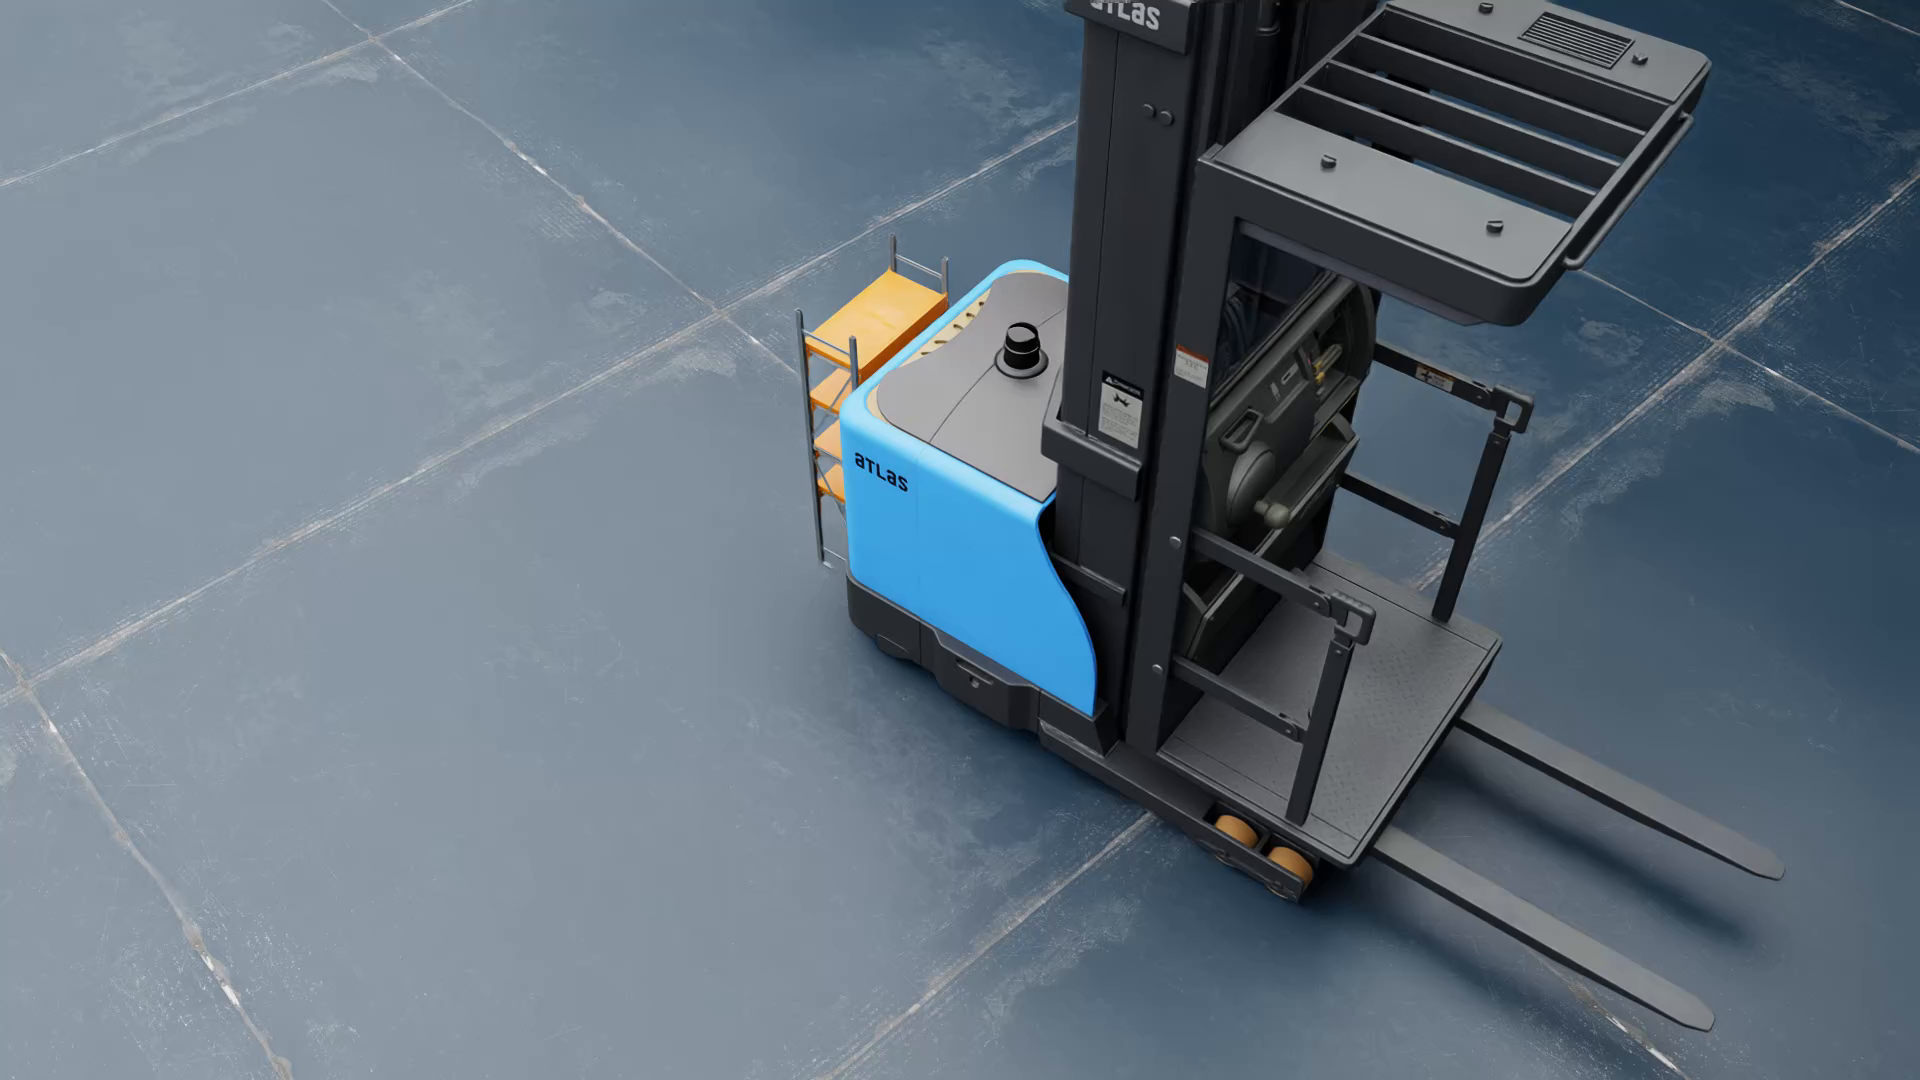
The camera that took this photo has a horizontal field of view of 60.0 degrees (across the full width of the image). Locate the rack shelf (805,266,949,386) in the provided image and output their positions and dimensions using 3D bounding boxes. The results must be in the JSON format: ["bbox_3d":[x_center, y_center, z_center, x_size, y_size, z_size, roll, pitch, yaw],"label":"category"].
[{"bbox_3d":[-0.281,-0.688,5.534,0.258,0.148,0.480,28,53,24],"label":"rack shelf"}]

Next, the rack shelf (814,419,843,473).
[{"bbox_3d":[-0.281,-0.376,5.872,0.258,0.148,0.480,28,53,24],"label":"rack shelf"}]

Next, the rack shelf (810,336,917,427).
[{"bbox_3d":[-0.281,-0.528,5.708,0.258,0.148,0.480,28,53,24],"label":"rack shelf"}]

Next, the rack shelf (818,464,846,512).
[{"bbox_3d":[-0.281,-0.242,6.018,0.258,0.148,0.480,28,53,24],"label":"rack shelf"}]

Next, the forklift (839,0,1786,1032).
[{"bbox_3d":[1.090,-0.321,4.552,3.031,2.935,1.130,29,53,24],"label":"forklift"}]

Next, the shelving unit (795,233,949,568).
[{"bbox_3d":[-0.281,-0.422,5.823,0.258,1.200,0.503,28,53,24],"label":"shelving unit"}]

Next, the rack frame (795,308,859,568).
[{"bbox_3d":[-0.425,-0.277,5.689,0.240,1.200,0.015,28,53,24],"label":"rack frame"}]

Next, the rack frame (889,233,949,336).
[{"bbox_3d":[-0.137,-0.567,5.957,0.240,1.200,0.015,28,53,24],"label":"rack frame"}]
